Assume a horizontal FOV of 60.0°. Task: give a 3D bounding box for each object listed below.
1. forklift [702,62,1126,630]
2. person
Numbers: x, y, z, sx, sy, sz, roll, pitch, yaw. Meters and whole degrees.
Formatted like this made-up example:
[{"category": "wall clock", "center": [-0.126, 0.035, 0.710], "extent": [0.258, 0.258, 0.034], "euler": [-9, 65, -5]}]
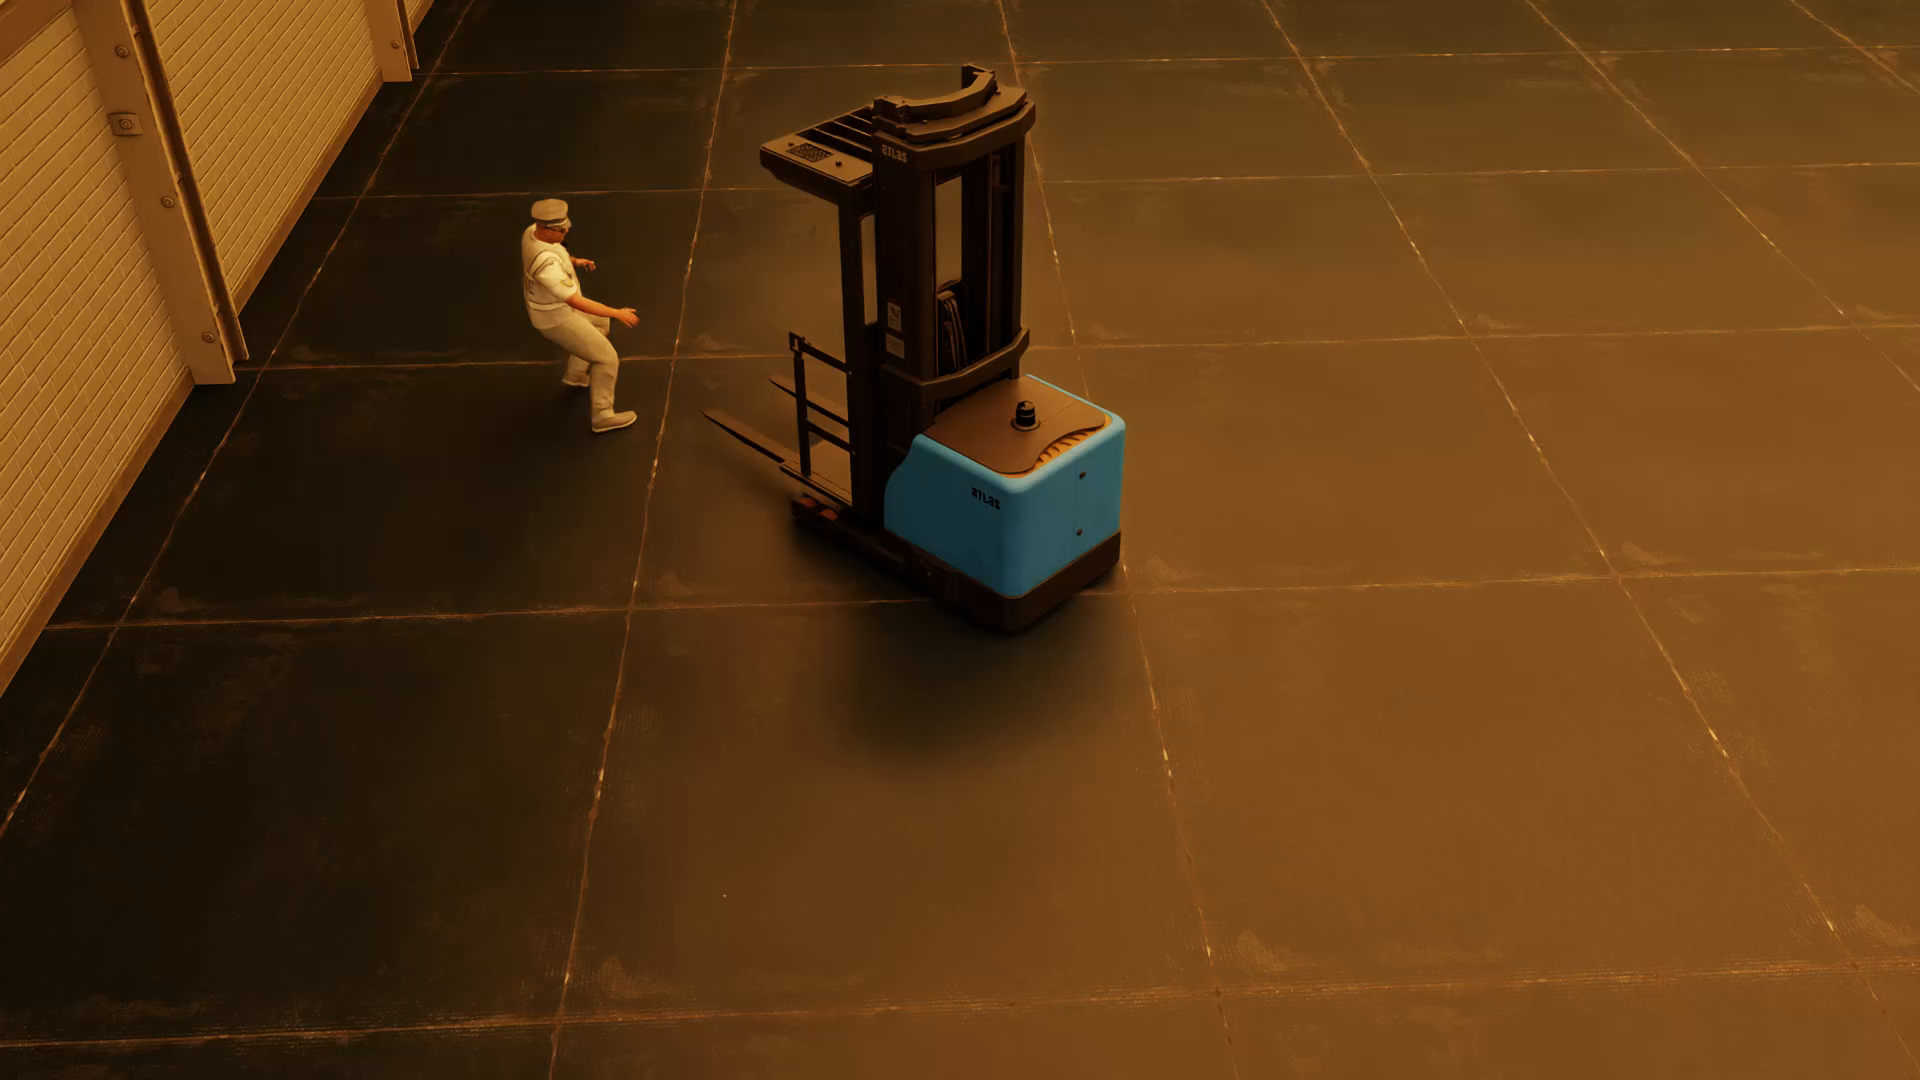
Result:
[{"category": "forklift", "center": [-0.435, -1.412, 9.949], "extent": [3.031, 2.935, 1.130], "euler": [29, 45, 34]}, {"category": "person", "center": [-2.599, -1.607, 11.350], "extent": [0.681, 1.582, 0.861], "euler": [-12, 38, -16]}]
